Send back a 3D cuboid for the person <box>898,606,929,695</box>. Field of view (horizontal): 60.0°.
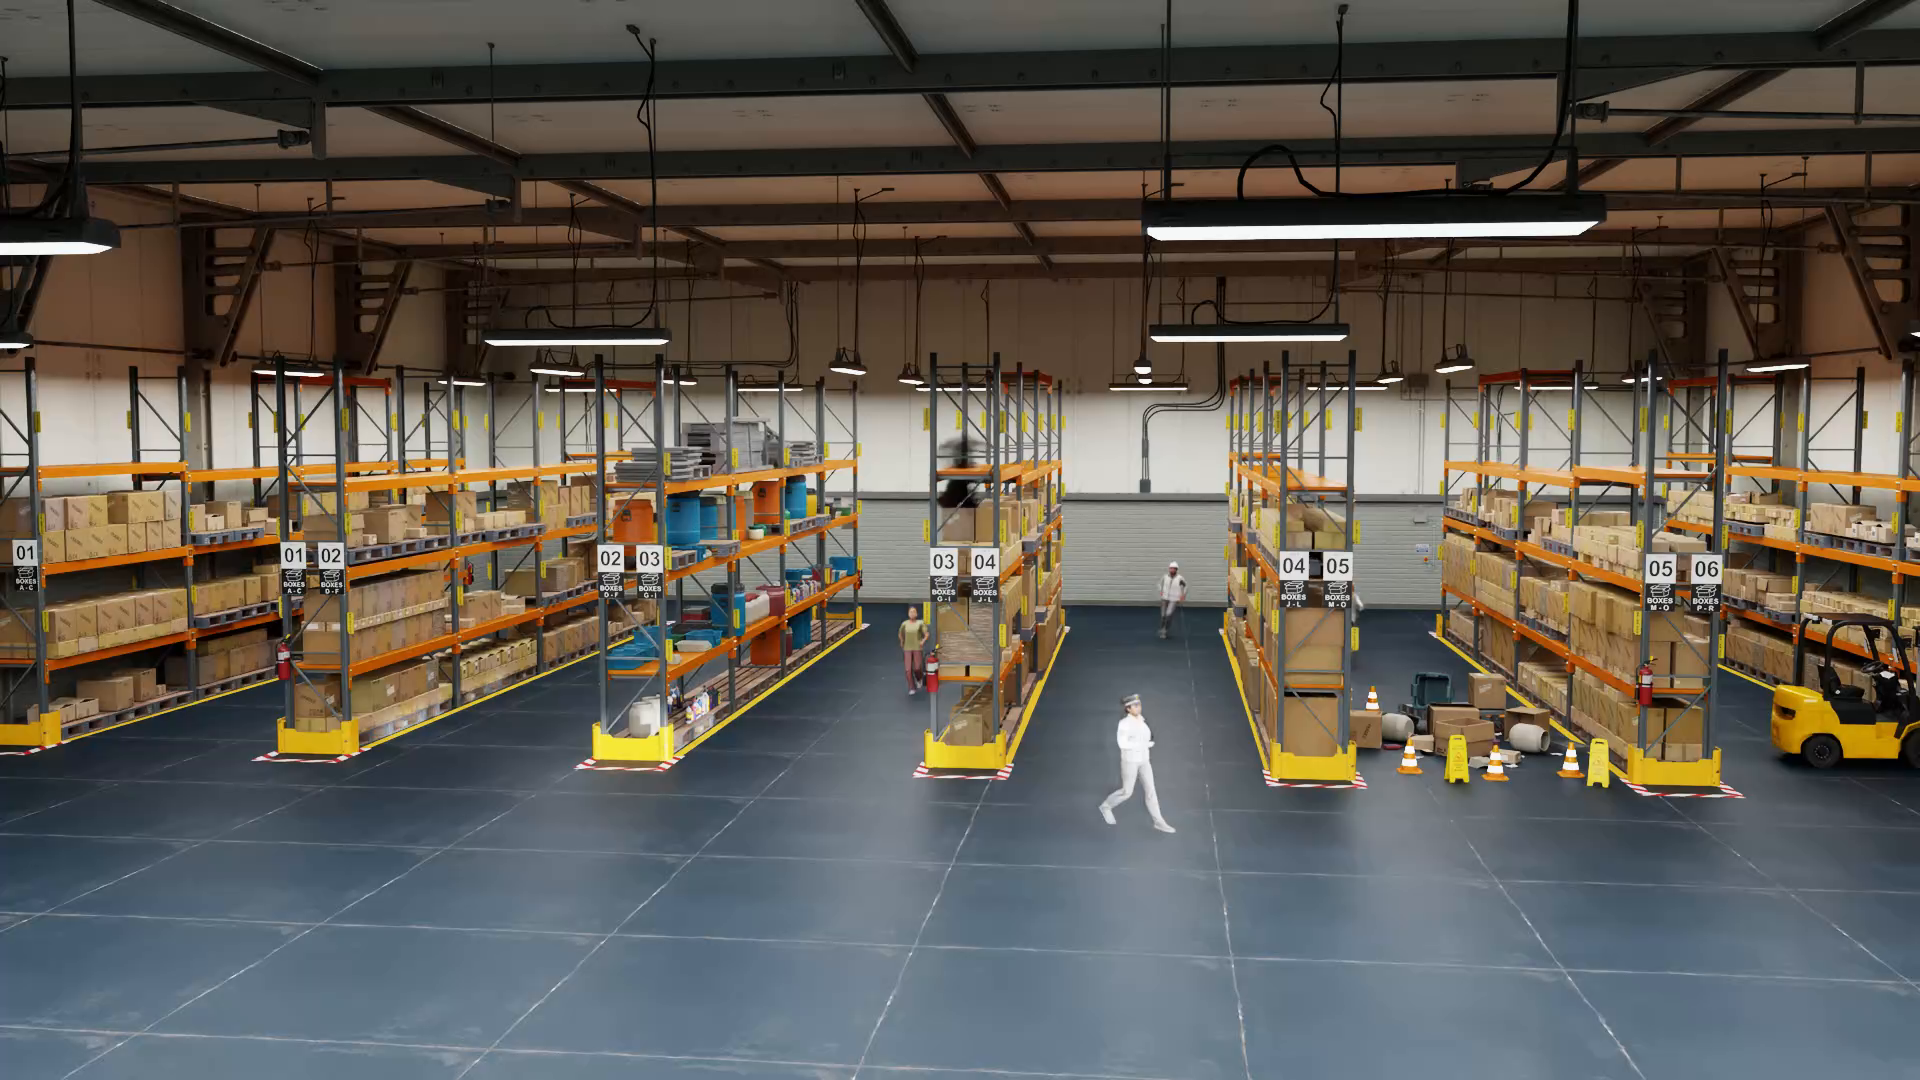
[{"bbox_3d":[-0.867,2.024,30.622,0.577,1.620,0.566,0,4,7],"label":"person"}]

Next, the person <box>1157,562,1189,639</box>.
[{"bbox_3d":[4.906,1.402,38.680,0.731,1.798,0.748,2,4,25],"label":"person"}]

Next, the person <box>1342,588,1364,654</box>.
[{"bbox_3d":[8.272,1.703,35.367,0.545,1.570,0.857,0,4,-1],"label":"person"}]

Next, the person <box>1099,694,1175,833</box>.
[{"bbox_3d":[2.172,2.692,20.286,0.625,1.648,1.036,-4,6,-44],"label":"person"}]
